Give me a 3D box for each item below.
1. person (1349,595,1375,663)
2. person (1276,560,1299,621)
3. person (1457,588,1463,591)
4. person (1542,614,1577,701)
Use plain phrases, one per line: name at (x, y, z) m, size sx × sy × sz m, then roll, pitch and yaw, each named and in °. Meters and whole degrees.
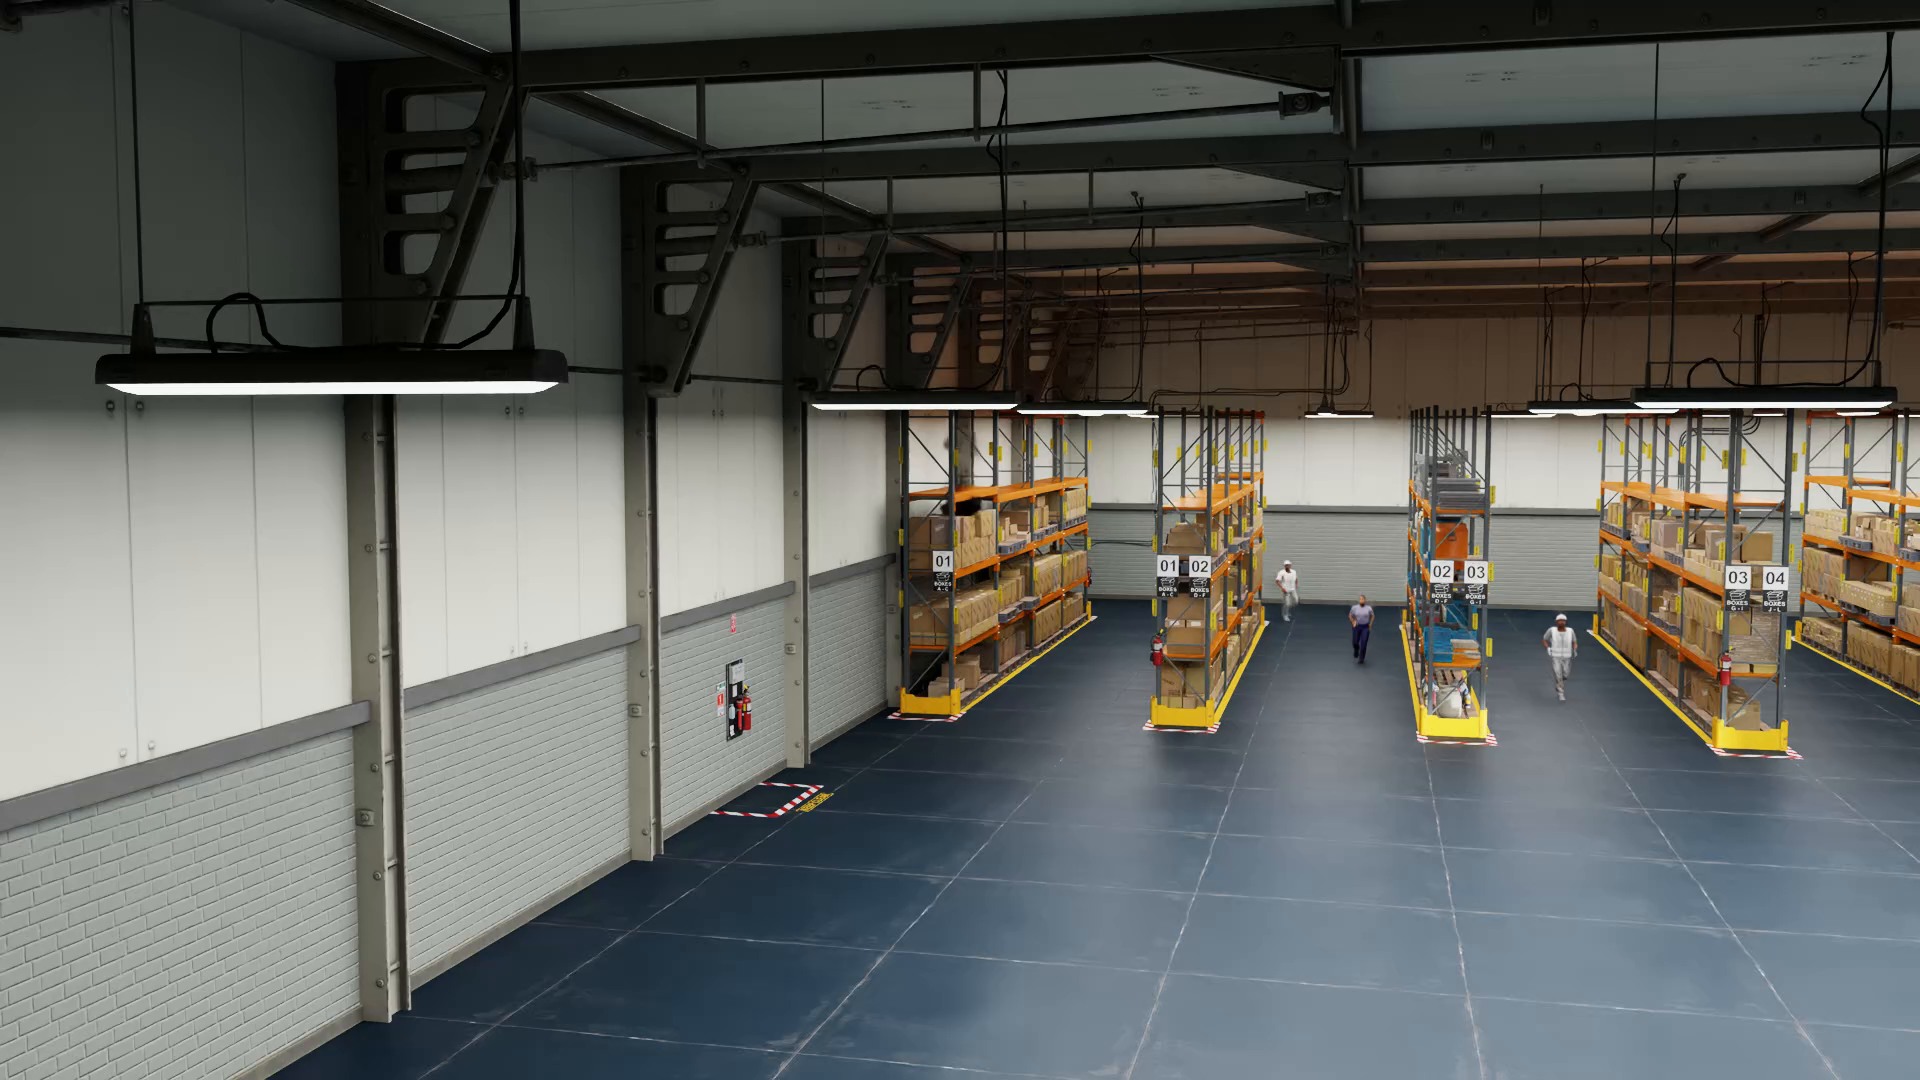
person at (9.517, 2.099, 39.398) m, size 0.595 × 1.601 × 0.561 m, roll 1°, pitch 4°, yaw 13°
person at (9.419, 1.450, 47.592) m, size 0.727 × 1.728 × 0.538 m, roll -1°, pitch 4°, yaw -20°
person at (14.136, 1.508, 47.430) m, size 0.657 × 1.715 × 0.862 m, roll 3°, pitch 5°, yaw 39°
person at (12.356, 2.401, 34.259) m, size 0.681 × 1.759 × 0.778 m, roll 1°, pitch 4°, yaw 8°
